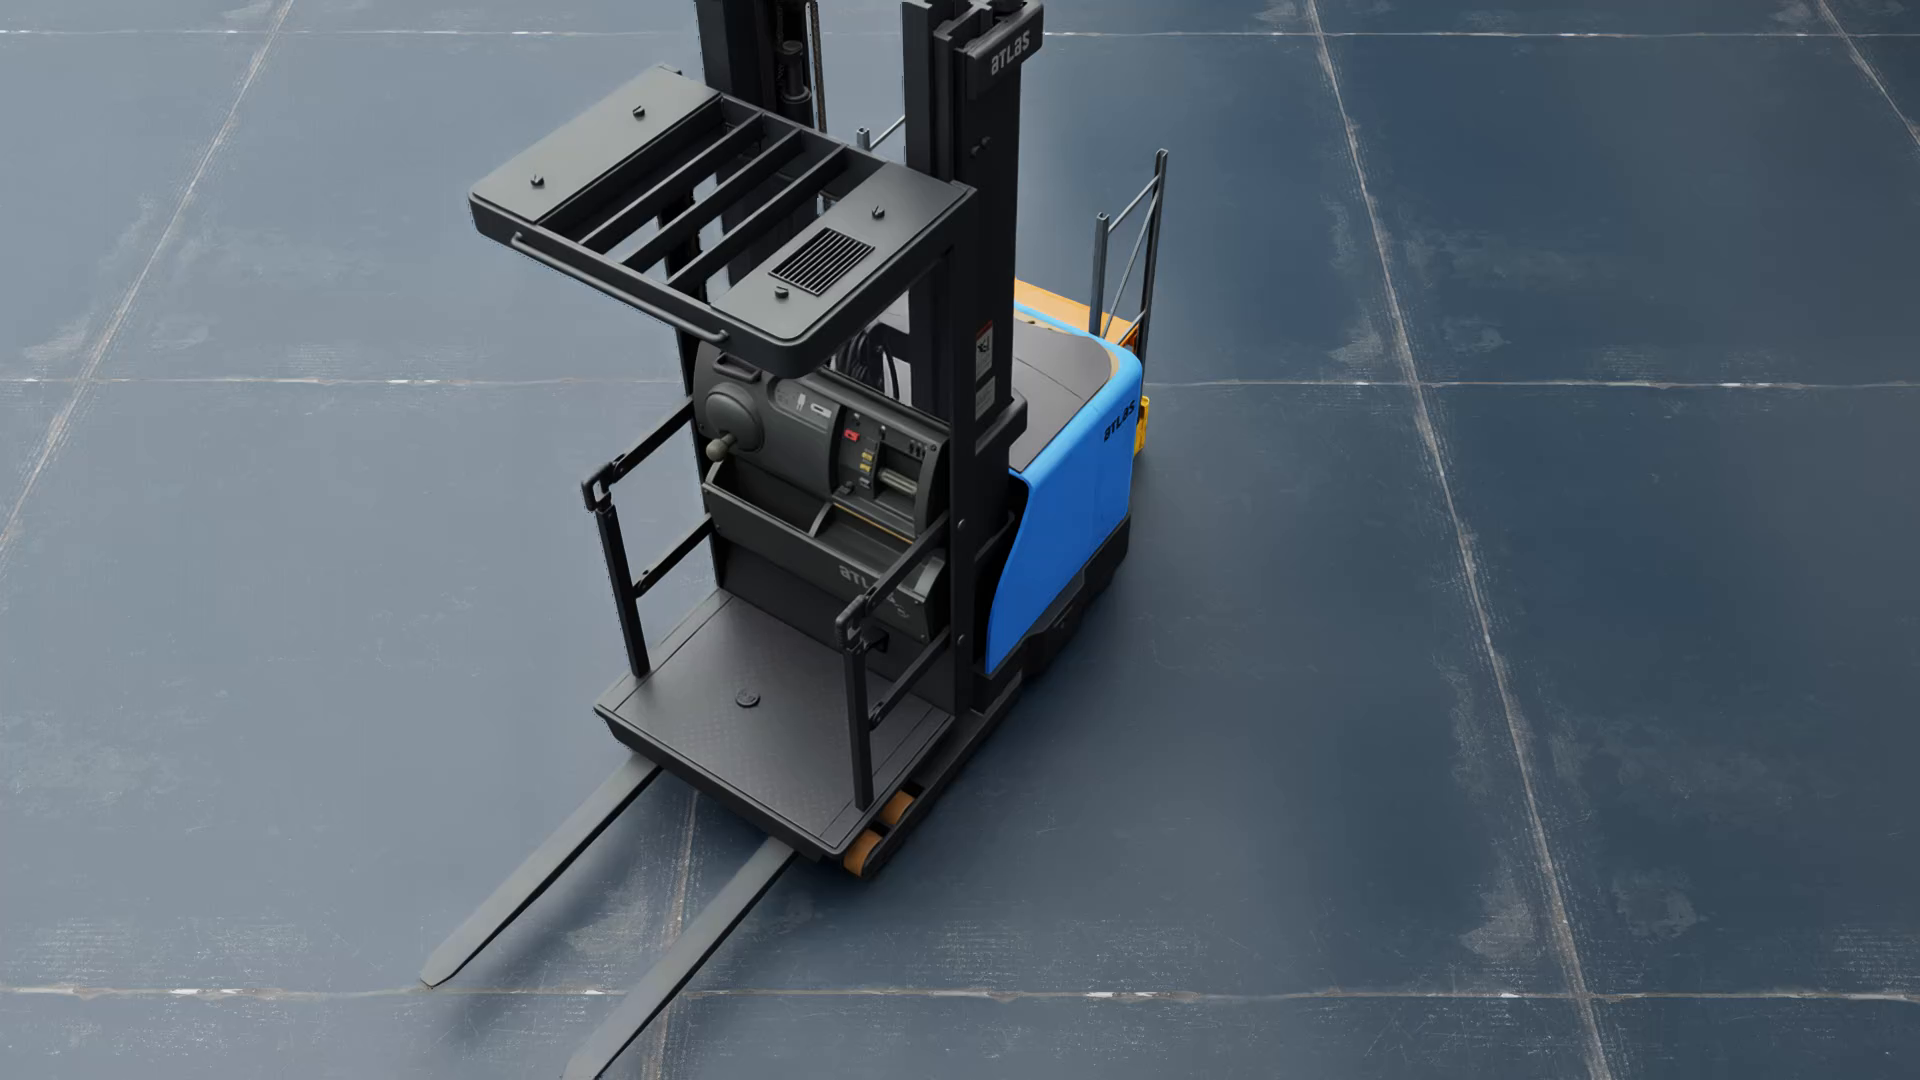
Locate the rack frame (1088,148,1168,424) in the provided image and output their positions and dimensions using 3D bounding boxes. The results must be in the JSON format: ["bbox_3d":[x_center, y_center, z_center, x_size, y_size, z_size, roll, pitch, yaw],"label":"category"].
[{"bbox_3d":[0.623,-0.771,6.524,0.032,1.500,0.500,24,52,21],"label":"rack frame"}]

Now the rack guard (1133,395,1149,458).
[{"bbox_3d":[0.621,-0.346,6.982,0.087,0.250,0.587,24,52,21],"label":"rack guard"}]

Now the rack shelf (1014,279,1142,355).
[{"bbox_3d":[0.190,-0.844,6.837,1.000,0.185,0.538,24,52,21],"label":"rack shelf"}]

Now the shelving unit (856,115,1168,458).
[{"bbox_3d":[0.197,-0.963,6.702,1.083,1.500,0.587,24,52,21],"label":"shelving unit"}]

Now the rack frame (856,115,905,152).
[{"bbox_3d":[-0.243,-1.162,6.887,0.032,1.500,0.500,24,52,21],"label":"rack frame"}]

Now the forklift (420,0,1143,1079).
[{"bbox_3d":[-0.574,-0.241,5.053,1.130,2.935,3.031,27,53,23],"label":"forklift"}]
